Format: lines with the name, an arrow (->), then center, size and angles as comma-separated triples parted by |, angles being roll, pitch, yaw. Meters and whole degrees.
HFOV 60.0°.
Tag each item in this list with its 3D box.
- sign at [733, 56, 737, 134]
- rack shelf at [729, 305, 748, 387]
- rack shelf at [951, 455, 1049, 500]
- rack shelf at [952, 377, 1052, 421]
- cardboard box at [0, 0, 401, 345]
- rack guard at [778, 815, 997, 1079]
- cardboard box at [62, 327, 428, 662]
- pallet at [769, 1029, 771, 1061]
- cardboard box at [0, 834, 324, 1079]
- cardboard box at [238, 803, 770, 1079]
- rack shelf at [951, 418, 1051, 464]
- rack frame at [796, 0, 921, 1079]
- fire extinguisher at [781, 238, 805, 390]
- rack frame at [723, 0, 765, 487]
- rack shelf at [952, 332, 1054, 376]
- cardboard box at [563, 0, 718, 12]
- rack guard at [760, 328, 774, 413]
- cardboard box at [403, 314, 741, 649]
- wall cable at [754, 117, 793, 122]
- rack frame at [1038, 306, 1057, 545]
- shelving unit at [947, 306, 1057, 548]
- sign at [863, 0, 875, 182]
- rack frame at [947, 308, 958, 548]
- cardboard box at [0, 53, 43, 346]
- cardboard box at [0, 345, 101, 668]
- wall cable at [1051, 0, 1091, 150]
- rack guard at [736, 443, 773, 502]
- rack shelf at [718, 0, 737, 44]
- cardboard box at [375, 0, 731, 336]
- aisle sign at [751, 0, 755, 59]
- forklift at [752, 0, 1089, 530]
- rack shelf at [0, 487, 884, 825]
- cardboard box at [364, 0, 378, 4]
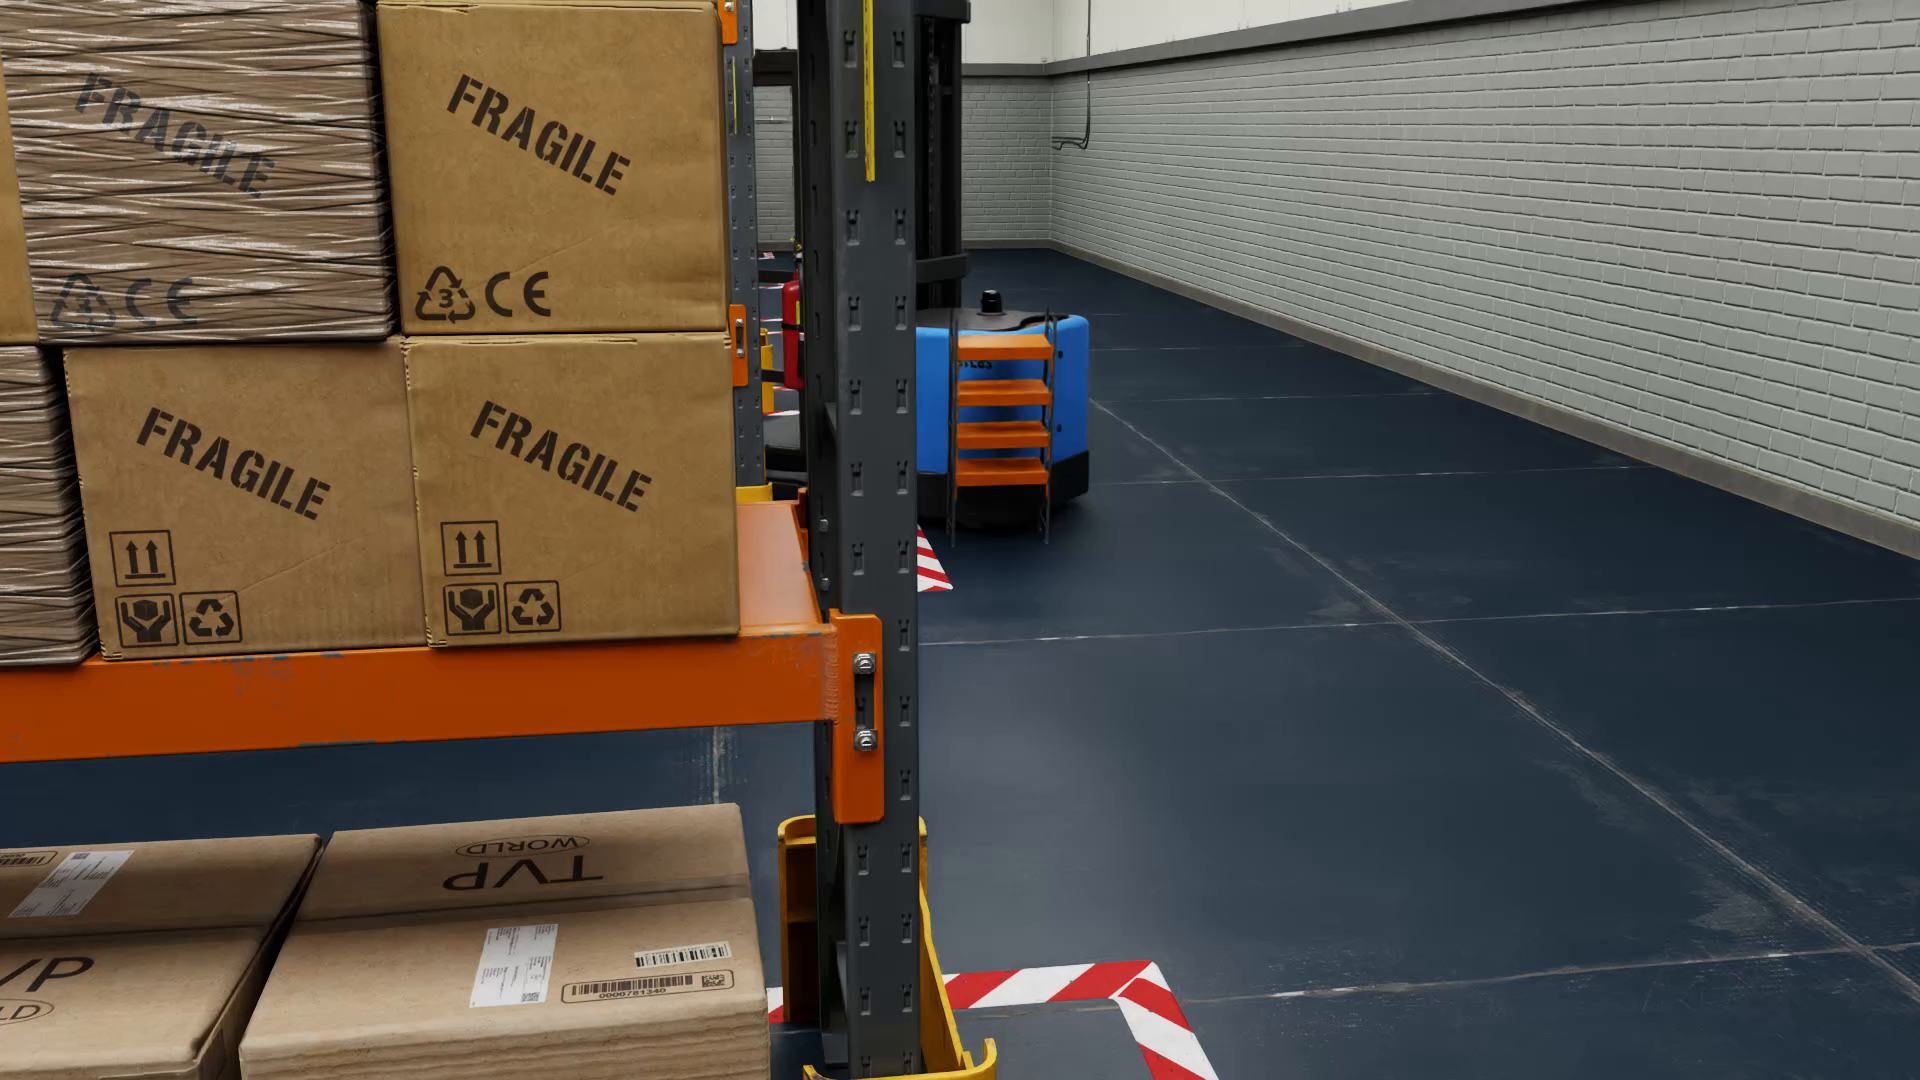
sign -> -0.981, -1.934, 7.239 | 0.005, 0.325, 0.100 | -2, 14, -8
rack shelf -> -3.021, -0.932, 7.752 | 4.000, 0.370, 1.077 | -2, 14, -8
rack shelf -> 0.199, -0.323, 8.568 | 0.480, 0.148, 0.258 | -2, 22, -7
rack shelf -> 0.206, -0.715, 8.410 | 0.480, 0.148, 0.258 | -2, 22, -7
cardboard box -> -1.160, -0.599, 2.685 | 0.500, 0.500, 0.500 | -2, 14, -8
rack guard -> -0.183, 1.045, 3.528 | 0.348, 0.500, 1.175 | -2, 14, -8
cardboard box -> -1.142, -0.120, 2.826 | 0.500, 0.500, 0.500 | -2, 14, -9
pallet -> -0.985, 1.234, 3.369 | 1.213, 0.211, 1.003 | -2, 14, -8
cardboard box -> -1.748, 0.956, 3.149 | 0.875, 0.438, 0.875 | -2, 14, -7
cardboard box -> -0.844, 0.920, 3.290 | 0.875, 0.438, 0.875 | -3, 14, -10
rack shelf -> 0.202, -0.507, 8.494 | 0.480, 0.148, 0.258 | -2, 22, -7
rack frame -> -0.206, -0.167, 3.220 | 0.127, 3.000, 1.000 | -2, 14, -8
fire extinguisher -> -0.726, -1.033, 7.602 | 0.183, 0.674, 0.296 | -2, 14, -8
rack frame -> -1.044, -1.354, 7.953 | 0.127, 3.000, 1.000 | -2, 14, -8
rack shelf -> 0.209, -0.934, 8.321 | 0.480, 0.148, 0.258 | -2, 22, -7
cardboard box -> -0.531, -0.954, 2.764 | 0.250, 0.149, 0.380 | -2, 14, -8
rack guard -> -1.659, -1.339, 13.033 | 0.348, 0.500, 1.175 | -2, 14, -8
cardboard box -> -0.644, -0.134, 2.885 | 0.500, 0.500, 0.500 | -2, 14, -8
wall cable -> -2.771, -6.892, 27.947 | 1.851, 1.984, 0.084 | -2, 14, -8
rack frame -> 0.445, -0.577, 8.498 | 0.015, 1.200, 0.240 | -2, 22, -7
shelving unit -> 0.203, -0.570, 8.469 | 0.503, 1.200, 0.258 | -2, 22, -7
sign -> -0.139, -0.712, 2.528 | 0.005, 0.325, 0.100 | -2, 14, -8
rack frame -> -0.039, -0.562, 8.439 | 0.015, 1.200, 0.240 | -2, 22, -7
cardboard box -> -1.650, -0.582, 2.616 | 0.500, 0.500, 0.500 | -2, 14, -9
cardboard box -> -1.650, -0.099, 2.743 | 0.500, 0.500, 0.500 | -2, 14, -7
wall cable -> 1.750, -7.648, 27.101 | 0.112, 2.526, 3.097 | -2, 14, -8
rack guard -> -1.119, -0.139, 8.247 | 0.348, 0.500, 1.175 | -2, 14, -8
rack shelf -> -3.021, -2.387, 7.387 | 4.000, 0.370, 1.077 | -2, 14, -8
cardboard box -> -0.648, -0.625, 2.788 | 0.500, 0.500, 0.500 | -2, 14, -6
aisle sign -> -0.927, -2.545, 7.360 | 0.004, 0.787, 0.394 | -2, 14, -8
forklift -> -0.804, -1.713, 9.527 | 3.031, 2.935, 1.130 | 8, 16, 28
rack shelf -> -2.184, 0.255, 3.019 | 4.000, 0.370, 1.077 | -2, 14, -8
cardboard box -> -1.021, -0.909, 2.586 | 0.250, 0.149, 0.380 | -2, 14, -9
